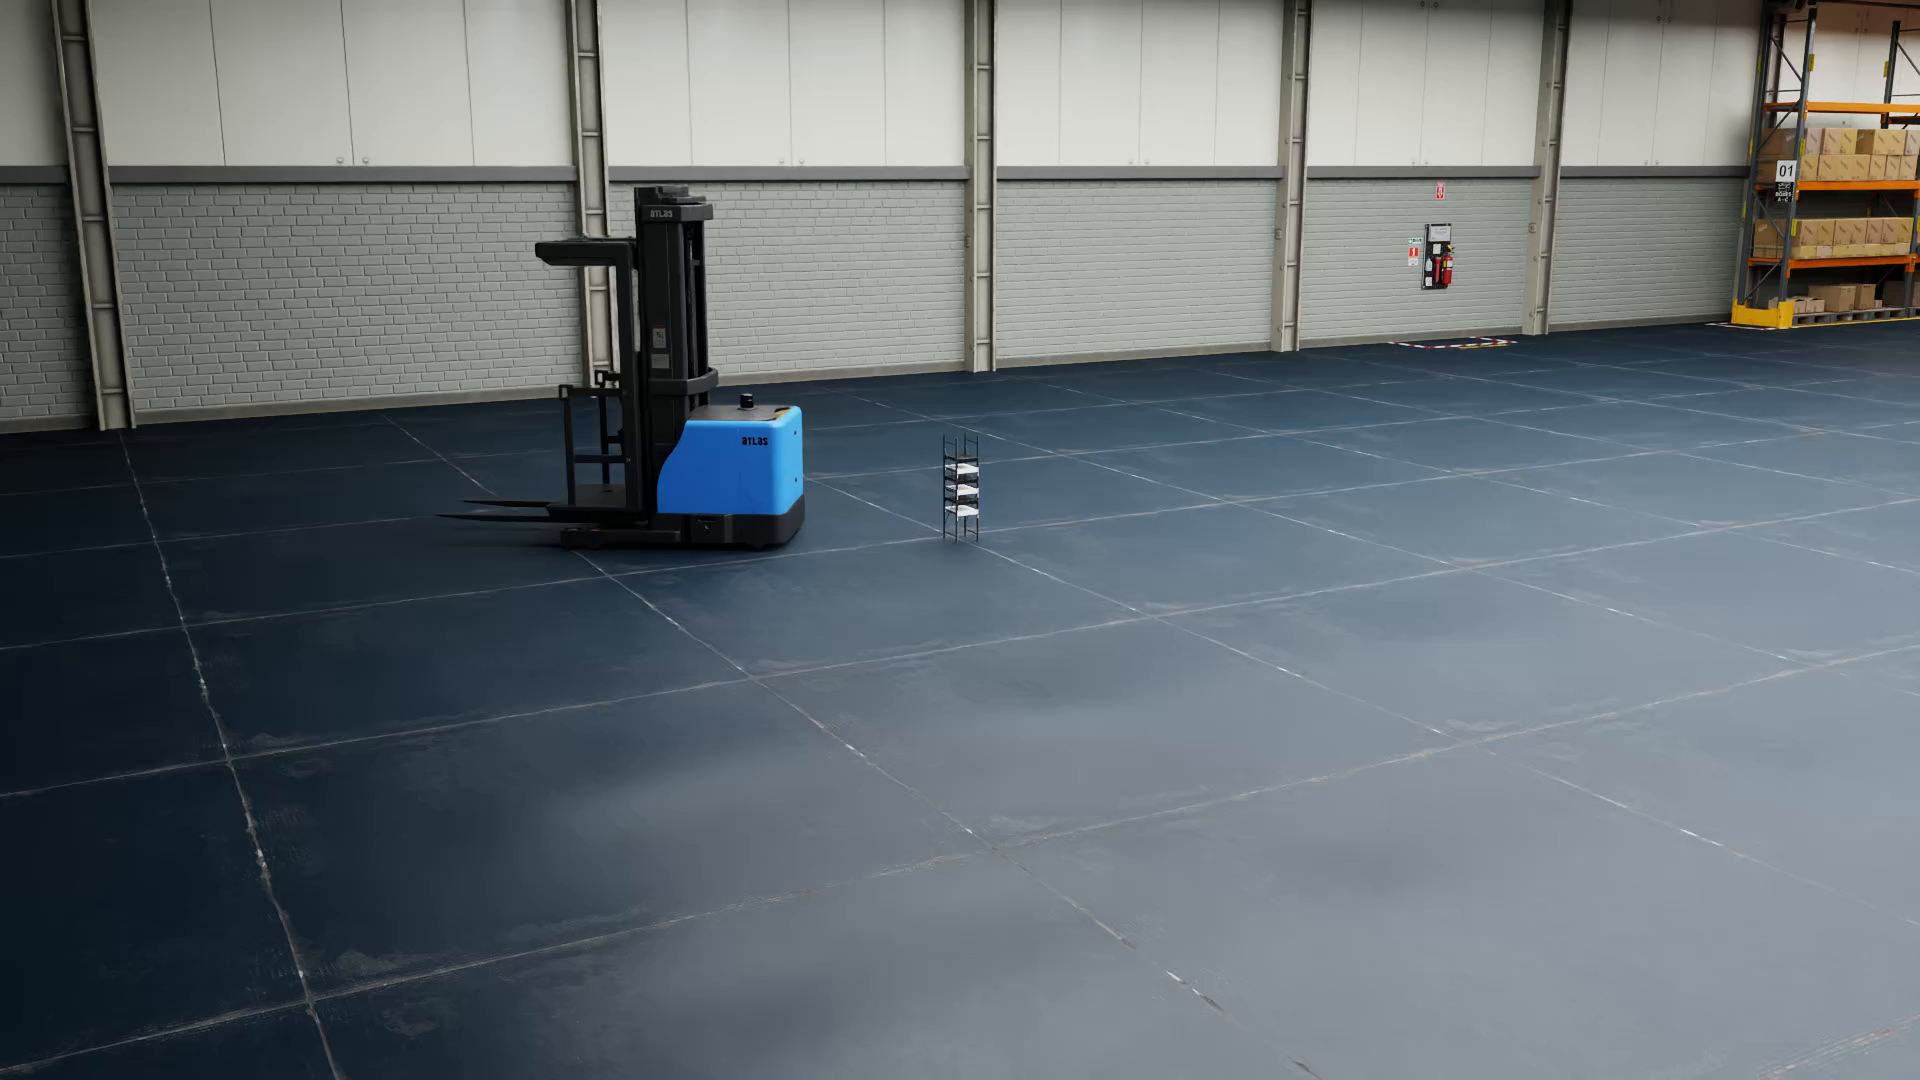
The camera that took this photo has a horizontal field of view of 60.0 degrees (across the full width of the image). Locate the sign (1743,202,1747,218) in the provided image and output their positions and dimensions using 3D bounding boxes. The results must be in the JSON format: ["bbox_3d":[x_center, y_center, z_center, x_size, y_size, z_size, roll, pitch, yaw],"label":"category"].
[{"bbox_3d":[25.773,-5.995,26.807,11.725,1.973,20.841,-7,14,-28],"label":"sign"}]

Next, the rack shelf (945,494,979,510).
[{"bbox_3d":[0.007,-0.320,14.041,0.200,0.077,0.258,-7,14,-28],"label":"rack shelf"}]

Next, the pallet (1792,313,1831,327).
[{"bbox_3d":[16.705,-4.472,33.497,1.213,0.211,1.003,-7,14,-28],"label":"pallet"}]

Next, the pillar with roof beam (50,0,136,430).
[{"bbox_3d":[-8.161,-4.927,15.505,0.400,9.000,9.100,-7,14,-28],"label":"pillar with roof beam"}]

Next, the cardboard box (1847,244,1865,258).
[{"bbox_3d":[17.833,-5.835,33.499,0.500,0.250,0.500,-7,14,-27],"label":"cardboard box"}]

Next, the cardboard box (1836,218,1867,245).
[{"bbox_3d":[17.814,-6.200,33.414,0.500,0.500,0.500,-6,14,-26],"label":"cardboard box"}]

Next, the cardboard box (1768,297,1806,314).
[{"bbox_3d":[16.559,-4.704,33.299,0.500,0.311,0.500,-9,15,-34],"label":"cardboard box"}]

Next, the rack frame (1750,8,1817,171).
[{"bbox_3d":[15.909,-8.672,32.147,0.127,3.000,1.000,-7,14,-28],"label":"rack frame"}]

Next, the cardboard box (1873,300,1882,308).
[{"bbox_3d":[18.964,-4.936,34.663,0.250,0.166,0.380,-9,16,-35],"label":"cardboard box"}]

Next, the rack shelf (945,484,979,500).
[{"bbox_3d":[0.007,-0.407,14.021,0.200,0.077,0.258,-7,14,-28],"label":"rack shelf"}]

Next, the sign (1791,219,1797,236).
[{"bbox_3d":[16.169,-6.063,32.247,0.005,0.325,0.100,-7,14,-28],"label":"sign"}]

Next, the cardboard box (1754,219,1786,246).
[{"bbox_3d":[16.220,-6.138,33.140,0.500,0.500,0.500,-7,14,-28],"label":"cardboard box"}]

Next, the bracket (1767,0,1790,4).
[{"bbox_3d":[15.914,-10.556,32.322,0.430,0.232,0.235,-7,14,-28],"label":"bracket"}]

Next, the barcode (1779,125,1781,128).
[{"bbox_3d":[16.292,-8.209,33.050,0.075,0.075,0.001,-7,14,-28],"label":"barcode"}]

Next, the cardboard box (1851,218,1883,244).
[{"bbox_3d":[18.270,-6.255,33.658,0.500,0.500,0.500,-7,15,-29],"label":"cardboard box"}]

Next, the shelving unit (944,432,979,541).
[{"bbox_3d":[0.008,-0.440,14.015,0.208,0.900,0.258,-7,14,-28],"label":"shelving unit"}]

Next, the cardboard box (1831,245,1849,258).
[{"bbox_3d":[17.388,-5.782,33.265,0.500,0.250,0.500,-7,15,-29],"label":"cardboard box"}]

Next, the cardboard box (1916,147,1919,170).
[{"bbox_3d":[19.938,-7.925,34.477,0.500,0.500,0.500,-5,13,-20],"label":"cardboard box"}]

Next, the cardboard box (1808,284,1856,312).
[{"bbox_3d":[17.727,-4.923,33.845,0.500,0.500,0.700,-8,15,-31],"label":"cardboard box"}]

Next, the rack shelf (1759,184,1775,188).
[{"bbox_3d":[17.664,-7.138,33.475,3.687,0.071,0.831,-7,14,-28],"label":"rack shelf"}]

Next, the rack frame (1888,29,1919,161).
[{"bbox_3d":[19.421,-9.092,34.014,0.053,2.616,0.949,-7,14,-28],"label":"rack frame"}]

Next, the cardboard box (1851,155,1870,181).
[{"bbox_3d":[17.724,-7.420,33.141,0.500,0.500,0.500,-6,14,-24],"label":"cardboard box"}]

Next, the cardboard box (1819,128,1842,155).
[{"bbox_3d":[16.828,-7.792,32.517,0.500,0.500,0.500,-7,14,-29],"label":"cardboard box"}]

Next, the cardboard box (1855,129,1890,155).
[{"bbox_3d":[18.180,-7.954,33.239,0.500,0.500,0.500,-7,15,-30],"label":"cardboard box"}]

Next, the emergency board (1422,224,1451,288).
[{"bbox_3d":[8.627,-5.103,29.951,0.585,1.158,0.155,-7,14,-28],"label":"emergency board"}]

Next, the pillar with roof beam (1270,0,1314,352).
[{"bbox_3d":[7.638,-6.820,23.919,0.400,9.000,9.100,-7,14,-28],"label":"pillar with roof beam"}]

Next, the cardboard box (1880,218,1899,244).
[{"bbox_3d":[18.717,-6.306,33.884,0.500,0.500,0.500,-7,14,-28],"label":"cardboard box"}]

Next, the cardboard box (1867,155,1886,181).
[{"bbox_3d":[18.176,-7.471,33.369,0.500,0.500,0.500,-7,15,-30],"label":"cardboard box"}]

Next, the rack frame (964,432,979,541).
[{"bbox_3d":[0.096,-0.451,14.062,0.006,0.900,0.240,-7,14,-28],"label":"rack frame"}]

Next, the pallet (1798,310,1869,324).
[{"bbox_3d":[17.775,-4.599,34.064,1.213,0.211,1.003,-7,14,-28],"label":"pallet"}]

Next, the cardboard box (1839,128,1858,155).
[{"bbox_3d":[17.272,-7.848,32.766,0.500,0.500,0.500,-6,14,-26],"label":"cardboard box"}]

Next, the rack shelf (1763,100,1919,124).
[{"bbox_3d":[17.664,-8.530,33.162,4.000,0.370,1.077,-7,14,-28],"label":"rack shelf"}]

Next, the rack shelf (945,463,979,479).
[{"bbox_3d":[0.007,-0.583,13.982,0.200,0.077,0.258,-7,14,-28],"label":"rack shelf"}]

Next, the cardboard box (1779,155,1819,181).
[{"bbox_3d":[16.322,-7.254,32.406,0.500,0.500,0.500,-6,14,-26],"label":"cardboard box"}]

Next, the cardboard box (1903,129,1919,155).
[{"bbox_3d":[19.110,-8.071,33.757,0.550,0.500,0.550,-7,14,-27],"label":"cardboard box"}]

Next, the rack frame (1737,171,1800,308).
[{"bbox_3d":[15.909,-5.745,32.806,0.127,3.000,1.000,-7,14,-28],"label":"rack frame"}]

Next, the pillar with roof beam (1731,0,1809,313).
[{"bbox_3d":[18.171,-8.083,29.529,0.548,9.000,9.100,-7,14,-28],"label":"pillar with roof beam"}]

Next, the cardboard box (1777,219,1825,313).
[{"bbox_3d":[16.760,-5.445,33.112,1.284,1.840,0.795,-6,14,-23],"label":"cardboard box"}]

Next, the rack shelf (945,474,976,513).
[{"bbox_3d":[0.007,-0.391,14.025,0.190,0.281,0.221,-7,14,-28],"label":"rack shelf"}]

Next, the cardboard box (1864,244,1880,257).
[{"bbox_3d":[18.274,-5.888,33.735,0.500,0.250,0.500,-7,14,-28],"label":"cardboard box"}]

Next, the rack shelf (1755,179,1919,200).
[{"bbox_3d":[17.664,-7.068,33.491,4.000,0.370,1.077,-7,14,-28],"label":"rack shelf"}]

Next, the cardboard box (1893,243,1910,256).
[{"bbox_3d":[19.149,-5.994,34.209,0.500,0.250,0.500,-7,14,-28],"label":"cardboard box"}]

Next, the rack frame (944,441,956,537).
[{"bbox_3d":[-0.082,-0.429,13.966,0.003,0.785,0.228,-7,14,-28],"label":"rack frame"}]

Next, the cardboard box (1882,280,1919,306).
[{"bbox_3d":[20.058,-5.242,35.260,0.500,0.500,0.700,-6,14,-26],"label":"cardboard box"}]

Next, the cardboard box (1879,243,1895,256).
[{"bbox_3d":[18.708,-5.944,33.983,0.500,0.250,0.500,-7,14,-28],"label":"cardboard box"}]

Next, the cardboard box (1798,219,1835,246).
[{"bbox_3d":[16.910,-6.090,32.926,0.500,0.500,0.500,-7,14,-28],"label":"cardboard box"}]

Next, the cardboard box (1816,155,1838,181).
[{"bbox_3d":[16.810,-7.304,32.626,0.500,0.500,0.500,-6,14,-24],"label":"cardboard box"}]

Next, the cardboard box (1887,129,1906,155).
[{"bbox_3d":[25.642,-5.667,26.837,7.127,2.151,19.182,-6,14,-25],"label":"cardboard box"}]

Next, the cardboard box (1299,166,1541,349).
[{"bbox_3d":[17.589,-3.166,20.555,14.073,3.347,25.570,-7,14,-27],"label":"cardboard box"}]

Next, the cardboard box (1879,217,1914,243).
[{"bbox_3d":[19.153,-6.359,34.122,0.500,0.500,0.500,-7,14,-28],"label":"cardboard box"}]

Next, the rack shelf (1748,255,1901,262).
[{"bbox_3d":[17.664,-5.735,33.791,3.809,0.052,0.919,-7,14,-28],"label":"rack shelf"}]

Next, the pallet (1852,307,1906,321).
[{"bbox_3d":[18.847,-4.728,34.638,1.213,0.211,1.003,-7,14,-28],"label":"pallet"}]

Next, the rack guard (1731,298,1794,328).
[{"bbox_3d":[15.975,-4.534,33.116,0.348,0.500,1.175,-7,14,-28],"label":"rack guard"}]

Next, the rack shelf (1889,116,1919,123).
[{"bbox_3d":[21.175,-8.853,35.054,3.809,0.124,0.919,-7,14,-28],"label":"rack shelf"}]

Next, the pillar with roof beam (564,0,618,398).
[{"bbox_3d":[-2.894,-5.558,18.310,0.400,9.000,9.100,-7,14,-28],"label":"pillar with roof beam"}]
